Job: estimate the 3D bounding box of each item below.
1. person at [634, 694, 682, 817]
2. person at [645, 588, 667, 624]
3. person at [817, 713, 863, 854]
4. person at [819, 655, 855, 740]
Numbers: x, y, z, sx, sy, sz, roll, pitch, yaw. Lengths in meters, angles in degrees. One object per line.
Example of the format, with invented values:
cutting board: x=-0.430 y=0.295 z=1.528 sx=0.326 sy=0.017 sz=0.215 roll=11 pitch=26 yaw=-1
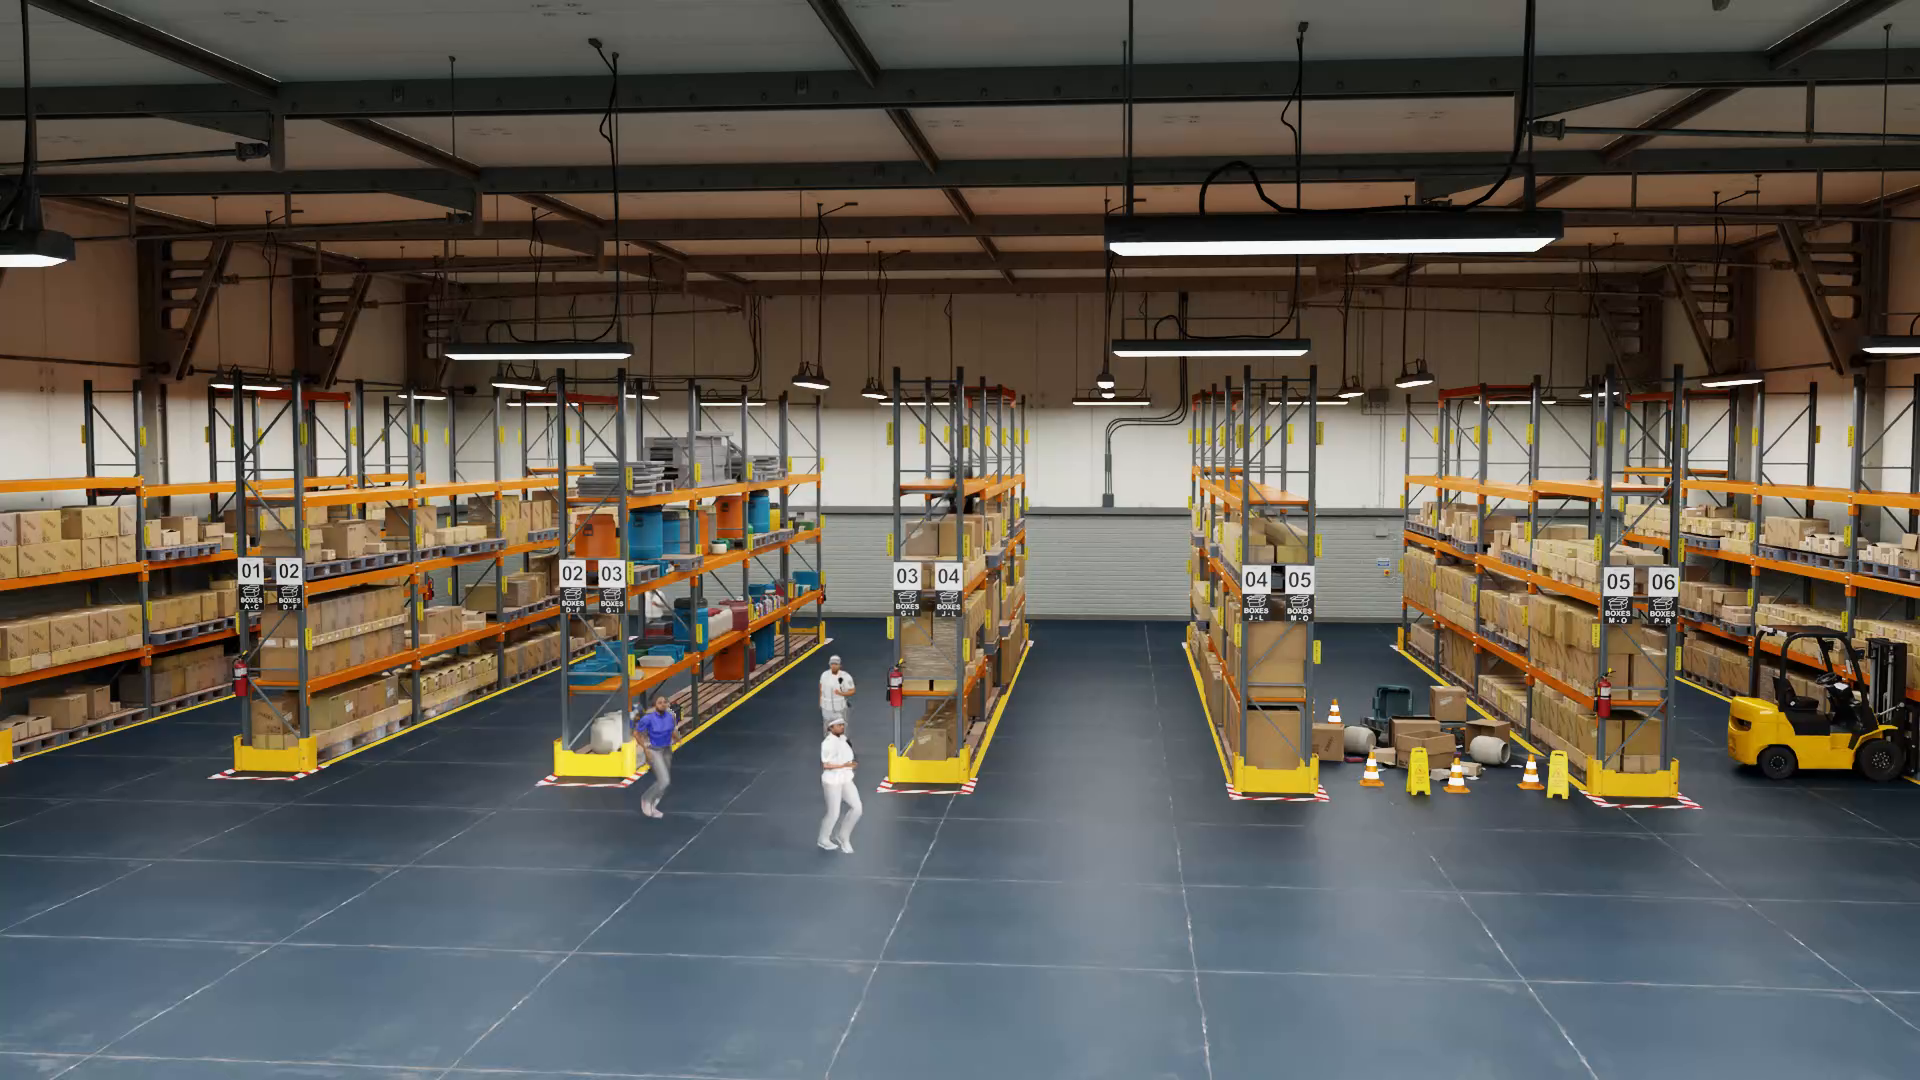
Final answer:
person: x=-3.907 y=2.859 z=21.807 sx=0.582 sy=1.569 sz=0.560 roll=3 pitch=5 yaw=41
person: x=-6.967 y=1.758 z=37.736 sx=0.639 sy=1.807 sz=0.875 roll=0 pitch=4 yaw=-7
person: x=-1.429 y=2.927 z=19.931 sx=0.660 sy=1.727 sz=0.555 roll=3 pitch=5 yaw=39
person: x=-1.878 y=2.577 z=25.279 sx=0.599 sy=1.668 sz=0.919 roll=0 pitch=4 yaw=6
